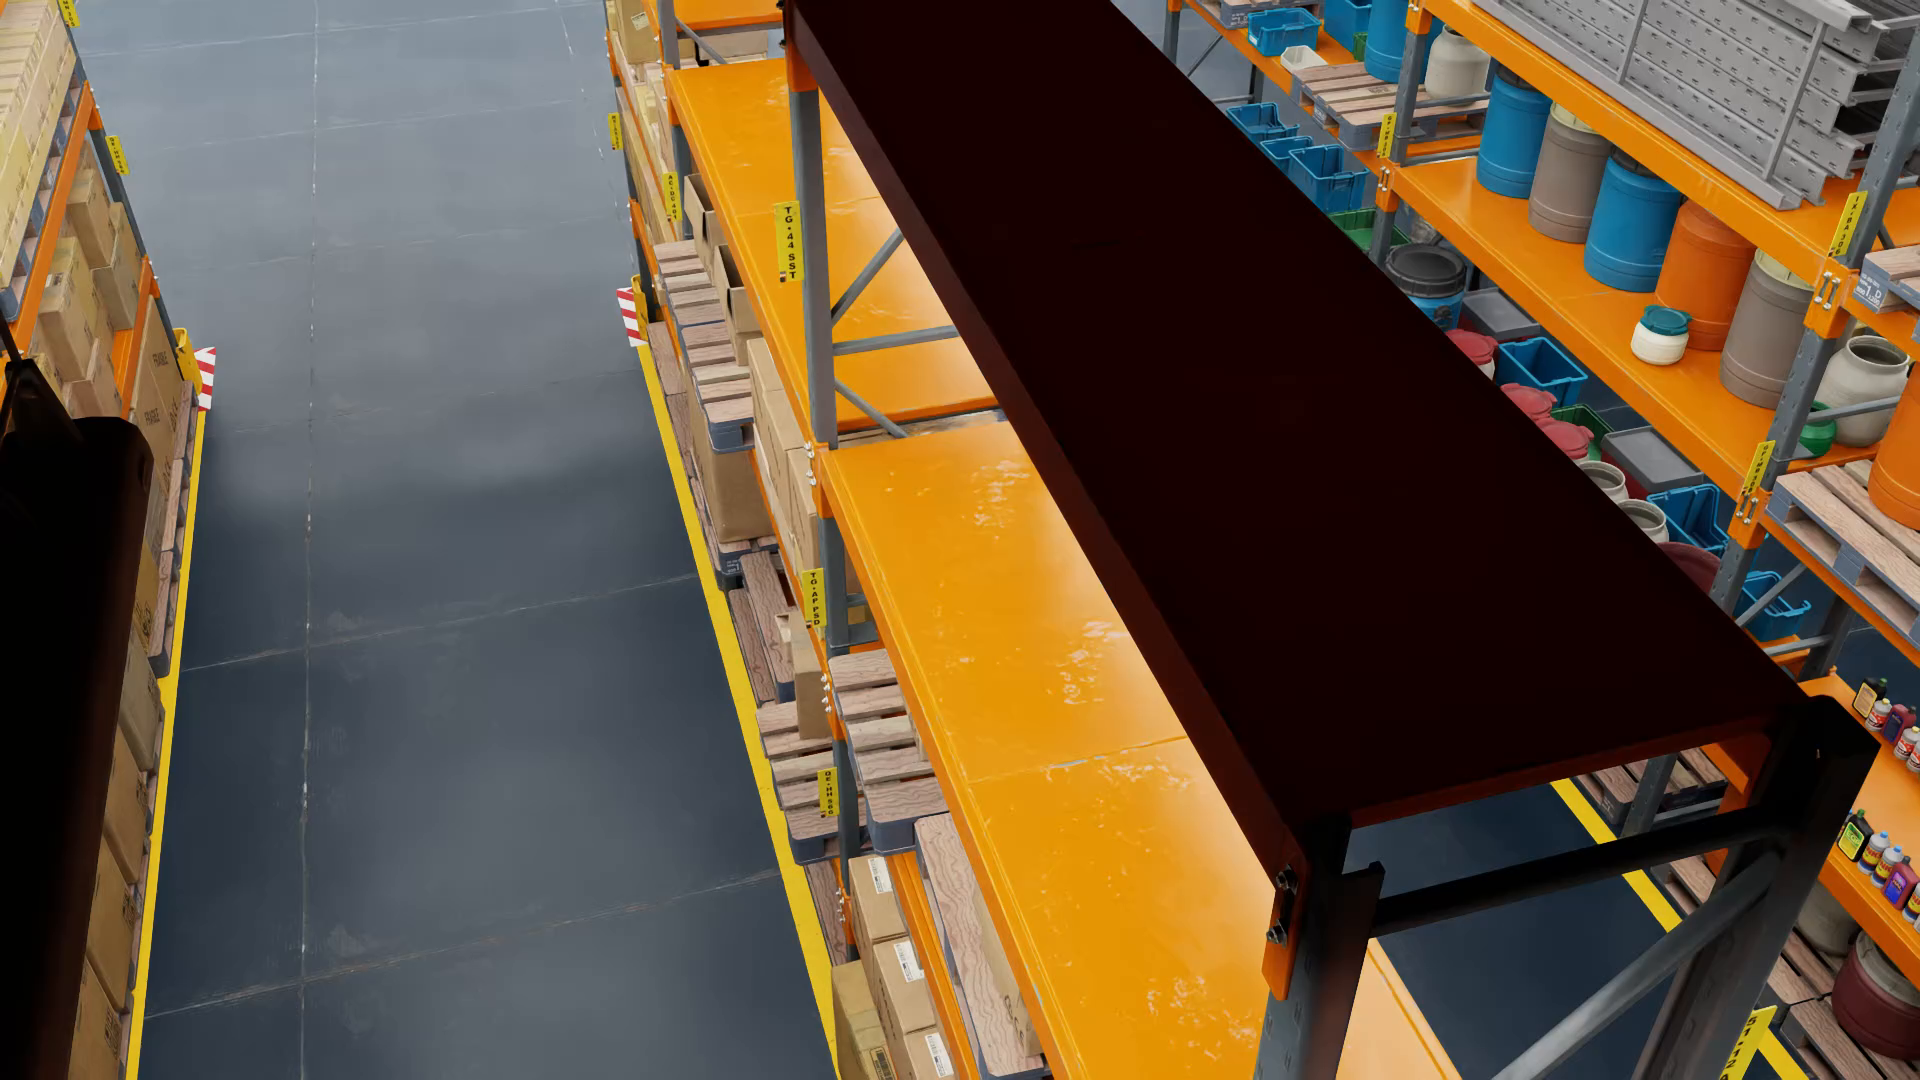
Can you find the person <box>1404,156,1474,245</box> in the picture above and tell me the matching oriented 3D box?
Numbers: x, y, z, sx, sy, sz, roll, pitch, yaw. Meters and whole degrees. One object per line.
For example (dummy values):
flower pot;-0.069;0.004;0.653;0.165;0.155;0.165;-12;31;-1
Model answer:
person;4.447;-3.048;15.270;0.639;1.758;0.719;-22;43;-25
